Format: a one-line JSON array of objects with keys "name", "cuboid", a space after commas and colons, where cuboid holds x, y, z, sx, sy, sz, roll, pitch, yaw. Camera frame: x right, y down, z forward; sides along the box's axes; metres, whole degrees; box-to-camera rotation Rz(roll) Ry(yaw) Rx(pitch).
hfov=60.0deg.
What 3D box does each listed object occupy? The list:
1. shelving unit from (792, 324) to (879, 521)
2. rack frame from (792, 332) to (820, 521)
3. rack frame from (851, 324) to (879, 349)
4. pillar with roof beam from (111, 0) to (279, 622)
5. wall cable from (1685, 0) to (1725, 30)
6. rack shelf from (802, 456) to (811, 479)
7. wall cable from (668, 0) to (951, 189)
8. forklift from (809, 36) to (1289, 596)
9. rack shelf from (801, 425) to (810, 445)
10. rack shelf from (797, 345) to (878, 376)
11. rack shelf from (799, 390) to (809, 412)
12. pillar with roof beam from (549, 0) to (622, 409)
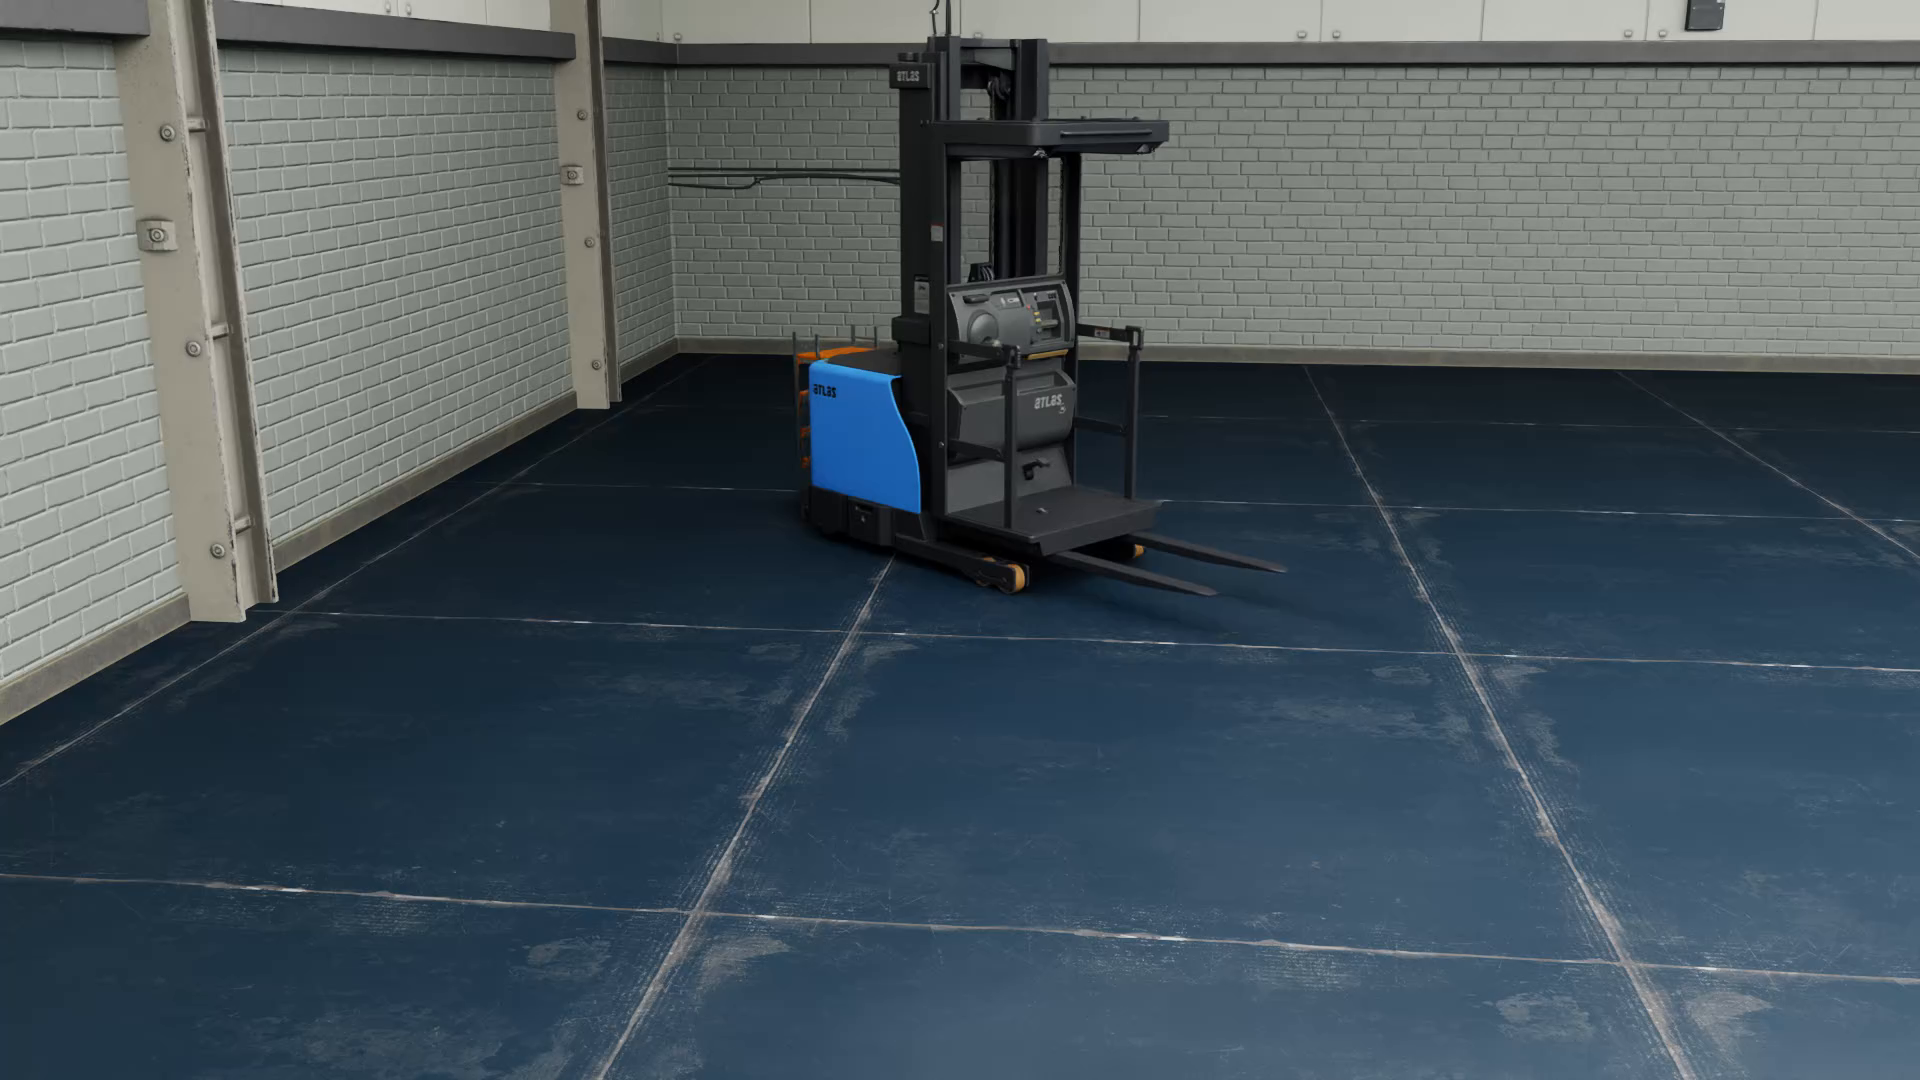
[{"name": "shelving unit", "cuboid": [-0.769, -0.743, 10.595, 0.503, 1.200, 0.258, -15, 19, -43]}, {"name": "rack frame", "cuboid": [-0.942, -0.698, 10.428, 0.015, 1.200, 0.240, -15, 19, -43]}, {"name": "rack frame", "cuboid": [-0.596, -0.788, 10.762, 0.015, 1.200, 0.240, -15, 19, -43]}, {"name": "pillar with roof beam", "cuboid": [0.432, -3.848, 7.151, 9.100, 9.000, 0.400, 2, 15, 6]}, {"name": "wall cable", "cuboid": [7.909, -7.614, 14.564, 2.305, 6.003, 0.169, 2, 15, 6]}, {"name": "rack shelf", "cuboid": [-0.762, -0.485, 10.658, 0.480, 0.148, 0.258, -15, 19, -43]}, {"name": "wall cable", "cuboid": [-1.522, -4.757, 16.462, 3.097, 2.526, 0.112, 2, 15, 6]}, {"name": "forklift", "cuboid": [0.446, -1.270, 9.245, 1.130, 2.935, 3.031, -14, 20, -42]}, {"name": "rack shelf", "cuboid": [-0.767, -0.678, 10.611, 0.480, 0.148, 0.258, -15, 19, -43]}, {"name": "rack shelf", "cuboid": [-0.779, -1.125, 10.502, 0.480, 0.148, 0.258, -15, 19, -43]}, {"name": "rack shelf", "cuboid": [-0.773, -0.895, 10.558, 0.480, 0.148, 0.258, -15, 19, -43]}, {"name": "pillar with roof beam", "cuboid": [1.109, -5.404, 12.906, 9.100, 9.000, 0.400, 2, 15, 6]}]
